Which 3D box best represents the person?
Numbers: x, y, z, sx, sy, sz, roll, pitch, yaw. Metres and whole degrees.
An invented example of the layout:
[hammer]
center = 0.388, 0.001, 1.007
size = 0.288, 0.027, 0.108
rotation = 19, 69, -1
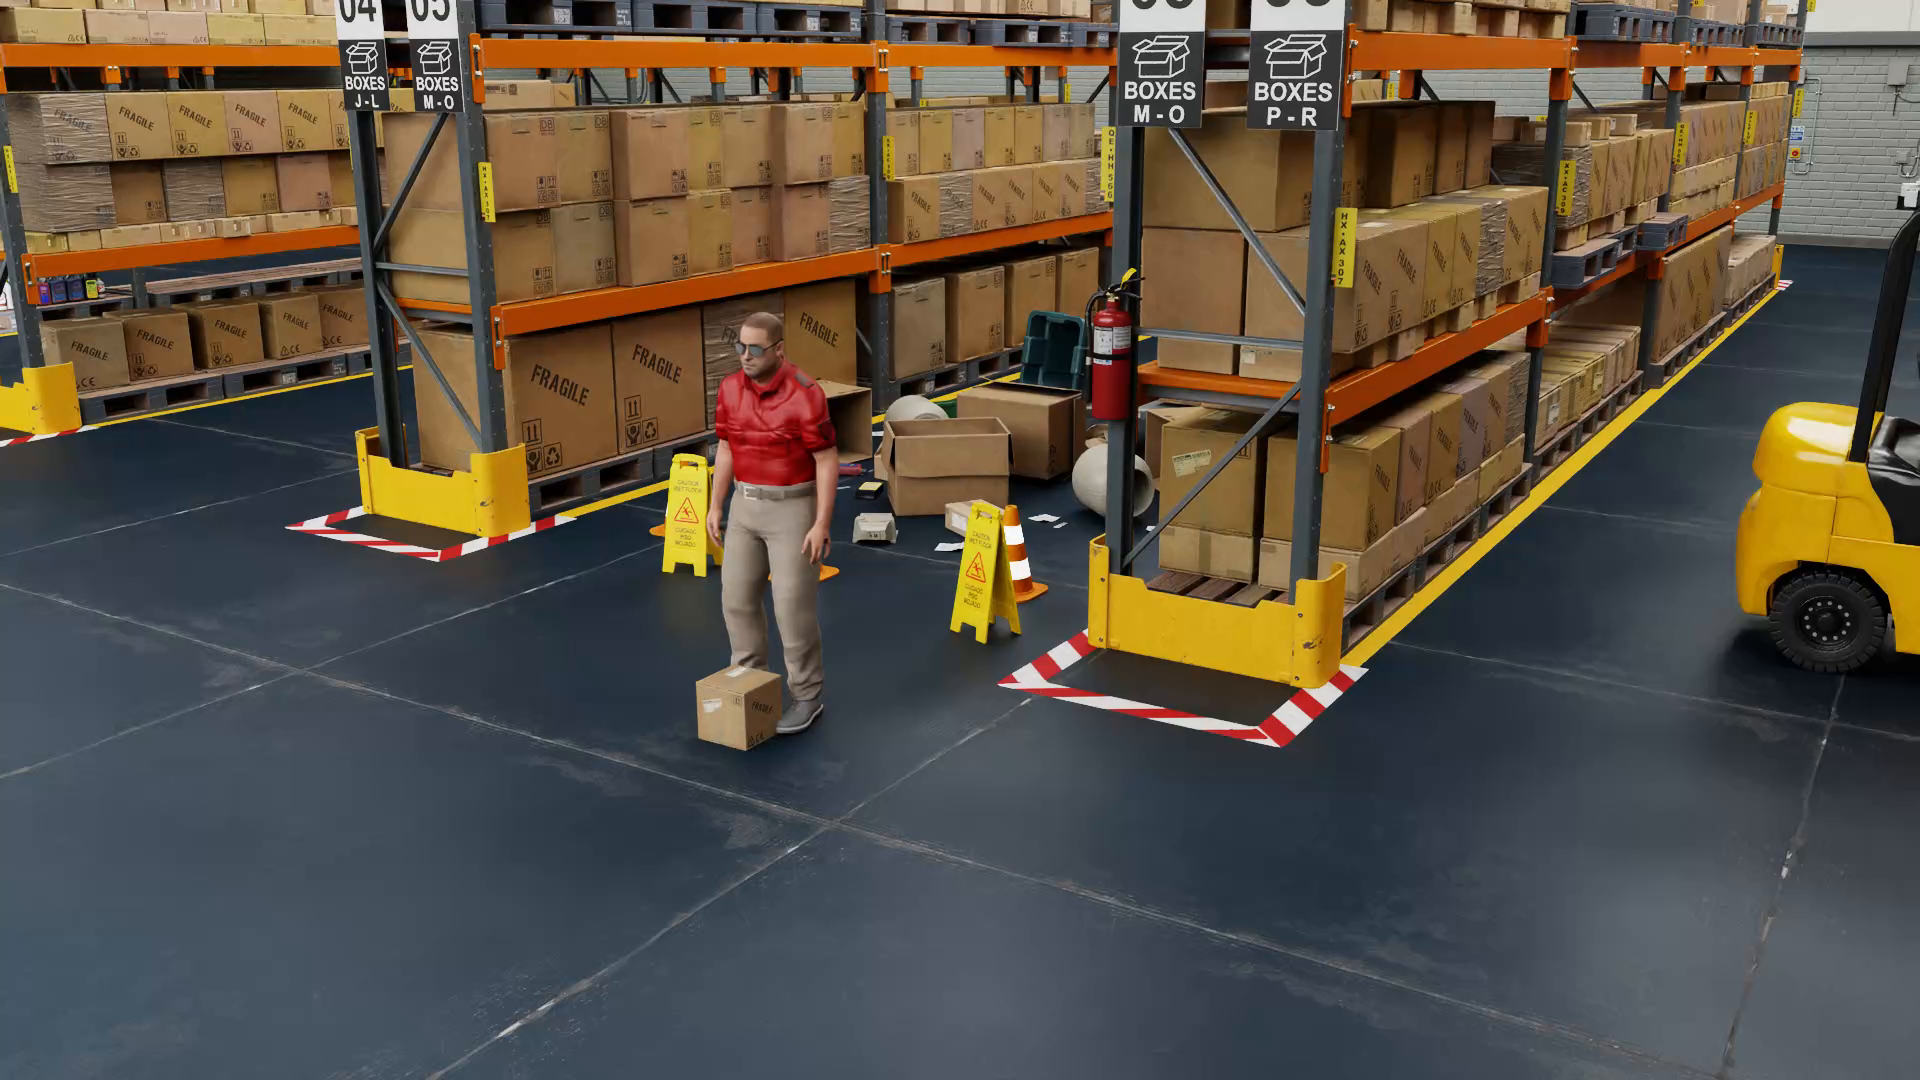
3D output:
[person]
center = -0.773, -0.084, 6.849
size = 0.599, 1.727, 0.383
rotation = 9, 18, 28
